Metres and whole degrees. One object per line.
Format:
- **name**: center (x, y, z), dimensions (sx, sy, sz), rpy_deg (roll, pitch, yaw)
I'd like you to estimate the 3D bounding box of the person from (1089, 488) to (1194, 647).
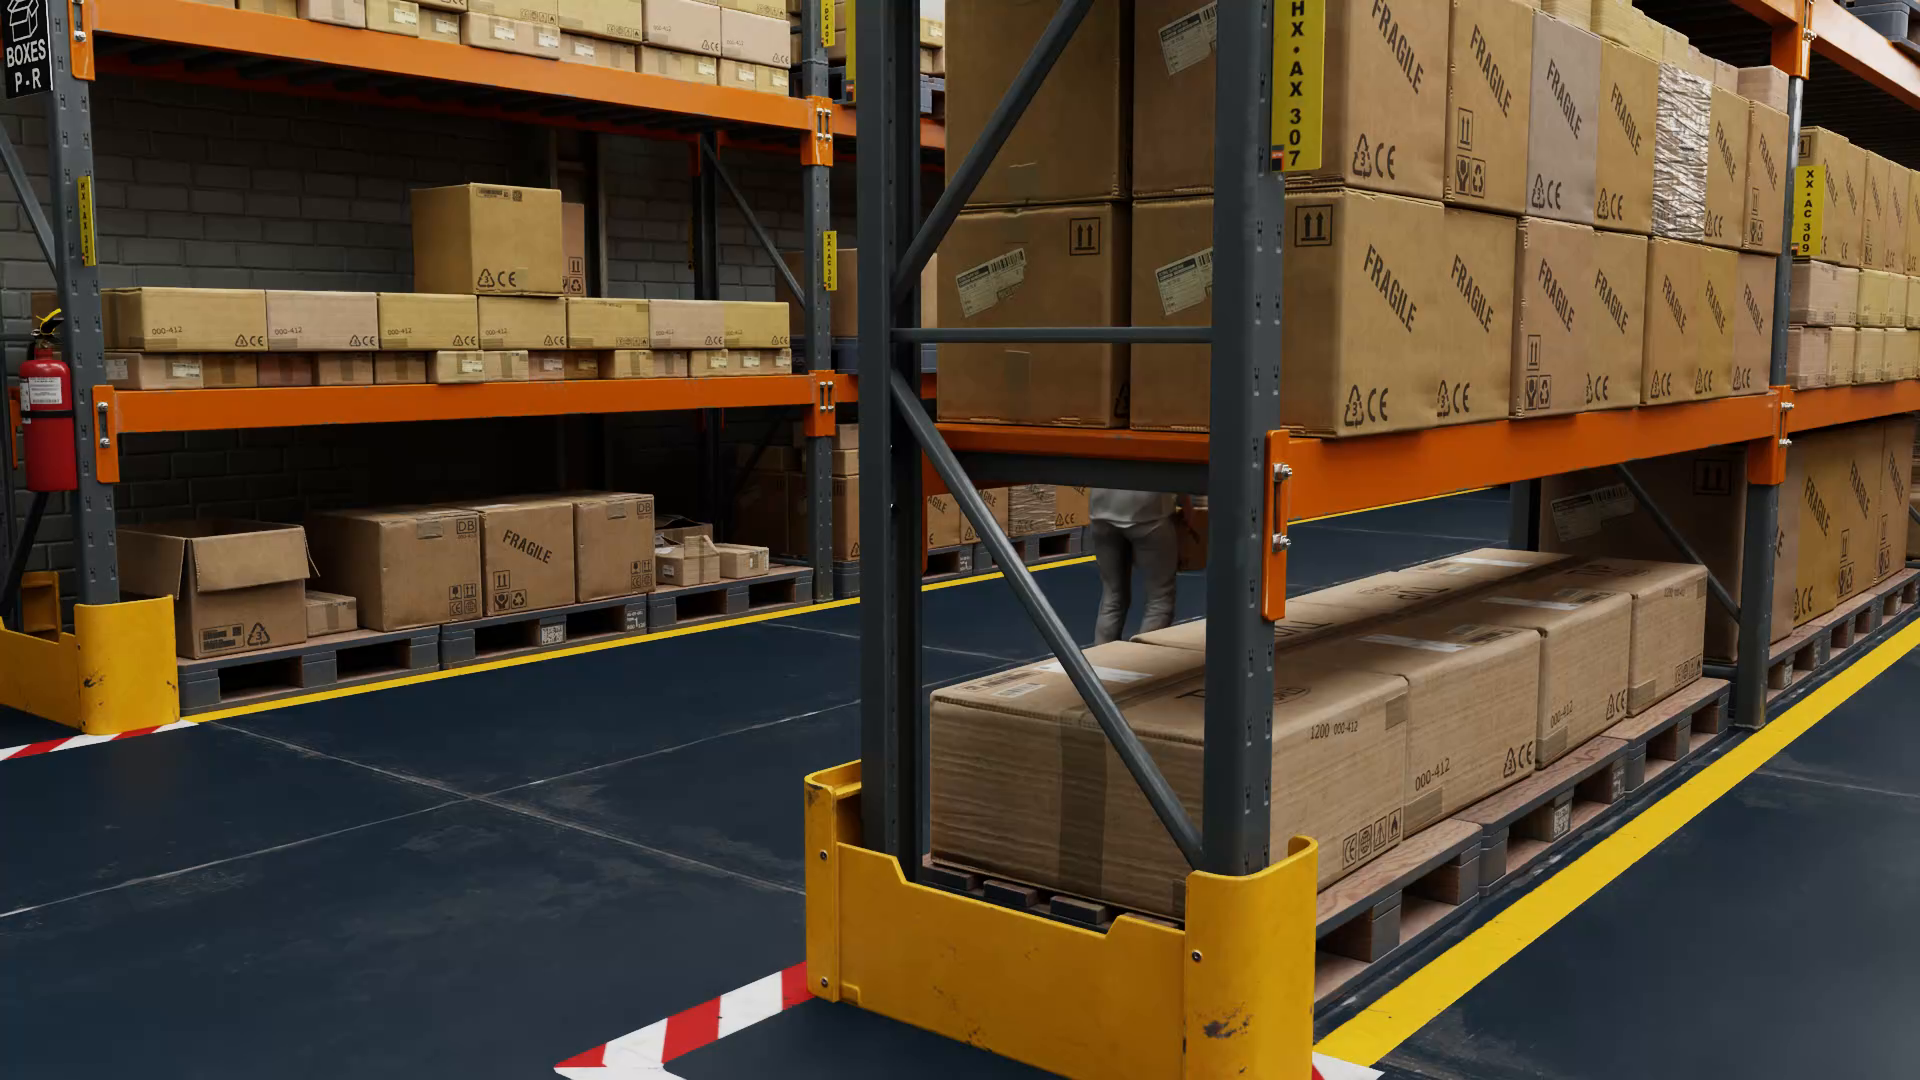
- **person**: center (0.703, -0.092, 6.628), dimensions (0.445, 1.593, 0.371), rpy_deg (6, 9, 38)
